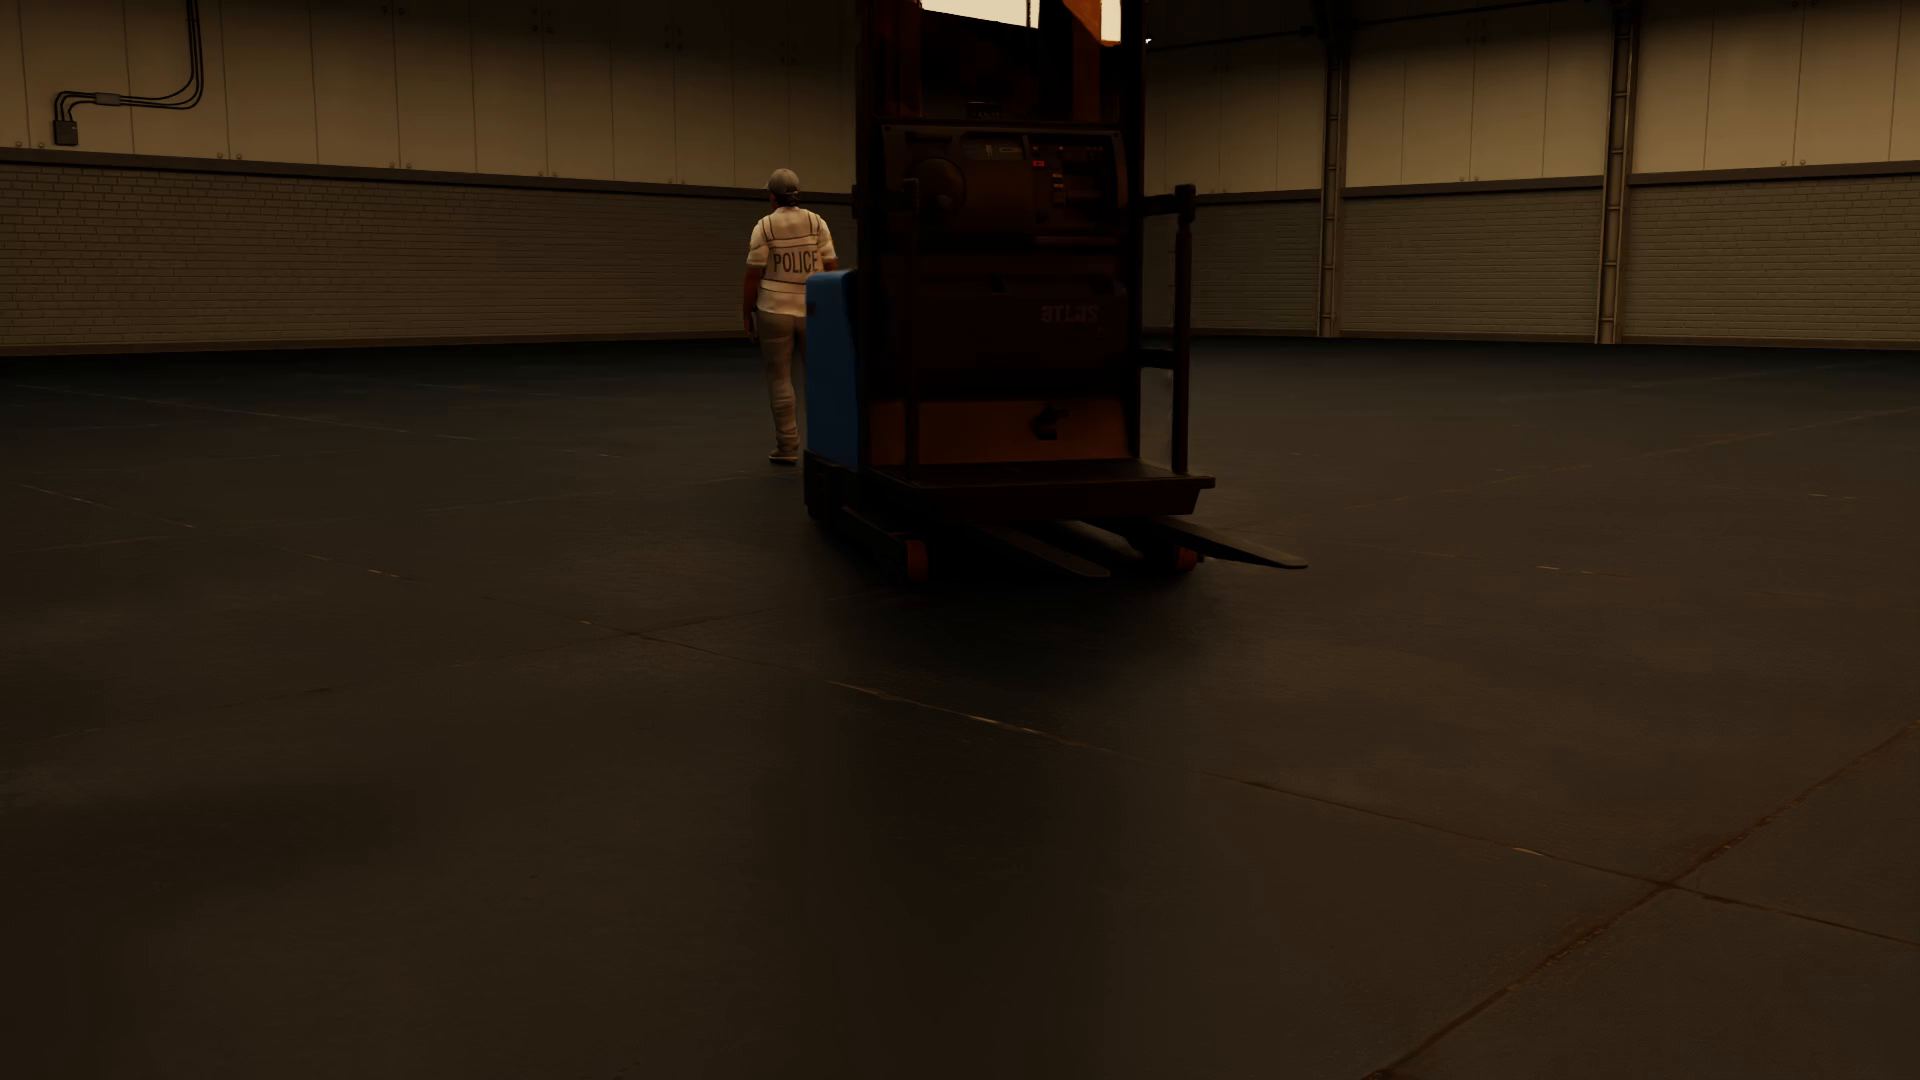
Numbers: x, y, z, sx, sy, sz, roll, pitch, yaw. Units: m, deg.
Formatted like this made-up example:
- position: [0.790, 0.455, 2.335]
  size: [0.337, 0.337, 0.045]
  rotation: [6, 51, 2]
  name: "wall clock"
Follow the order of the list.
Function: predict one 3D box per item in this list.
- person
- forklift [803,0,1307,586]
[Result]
- position: [-0.971, -1.288, 9.627]
  size: [0.598, 1.670, 0.529]
  rotation: [-3, 9, -16]
  name: "person"
- position: [0.232, -1.357, 5.883]
  size: [1.130, 2.935, 3.031]
  rotation: [-3, 9, -17]
  name: "forklift"
